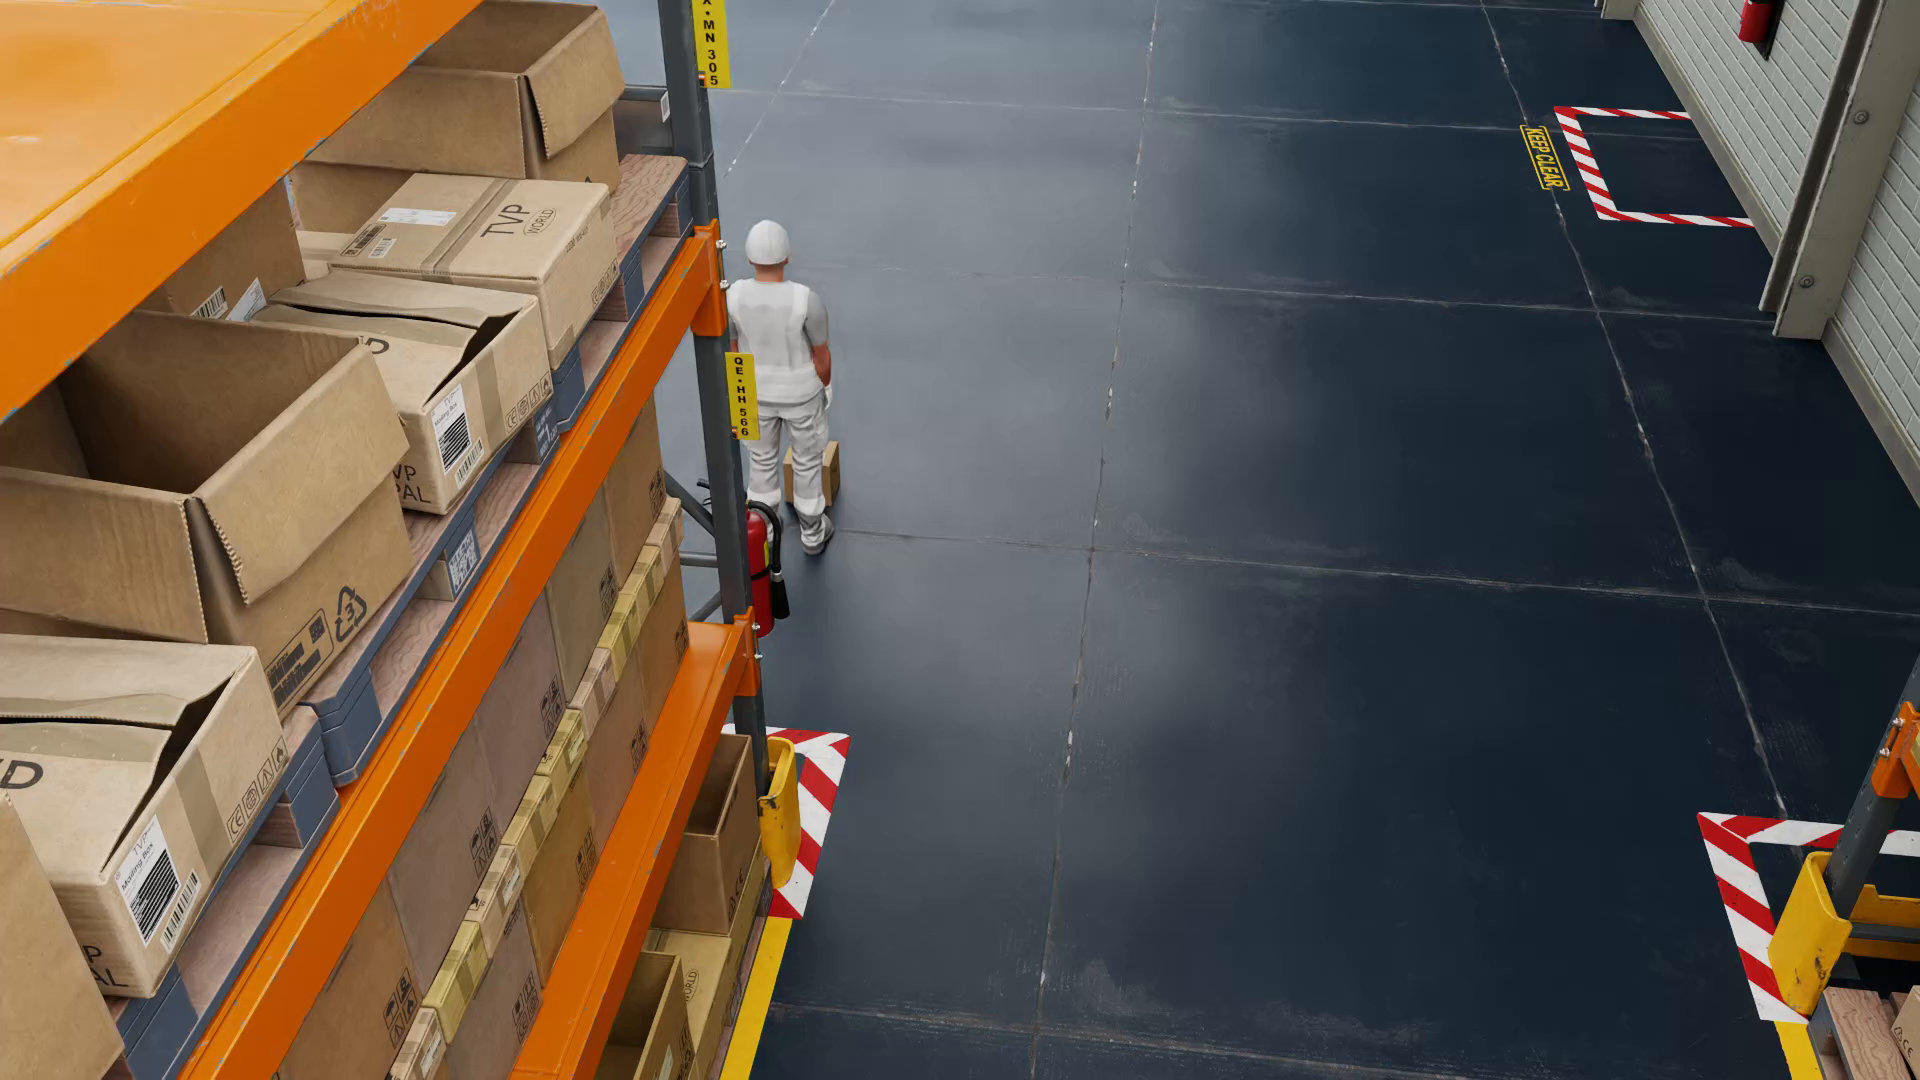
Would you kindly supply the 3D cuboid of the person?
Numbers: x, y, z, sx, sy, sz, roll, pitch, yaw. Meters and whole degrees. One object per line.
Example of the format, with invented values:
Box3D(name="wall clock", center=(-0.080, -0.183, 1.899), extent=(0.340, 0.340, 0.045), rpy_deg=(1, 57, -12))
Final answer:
Box3D(name="person", center=(-0.862, -0.722, 8.018), extent=(0.526, 1.793, 0.369), rpy_deg=(5, 36, 7))
